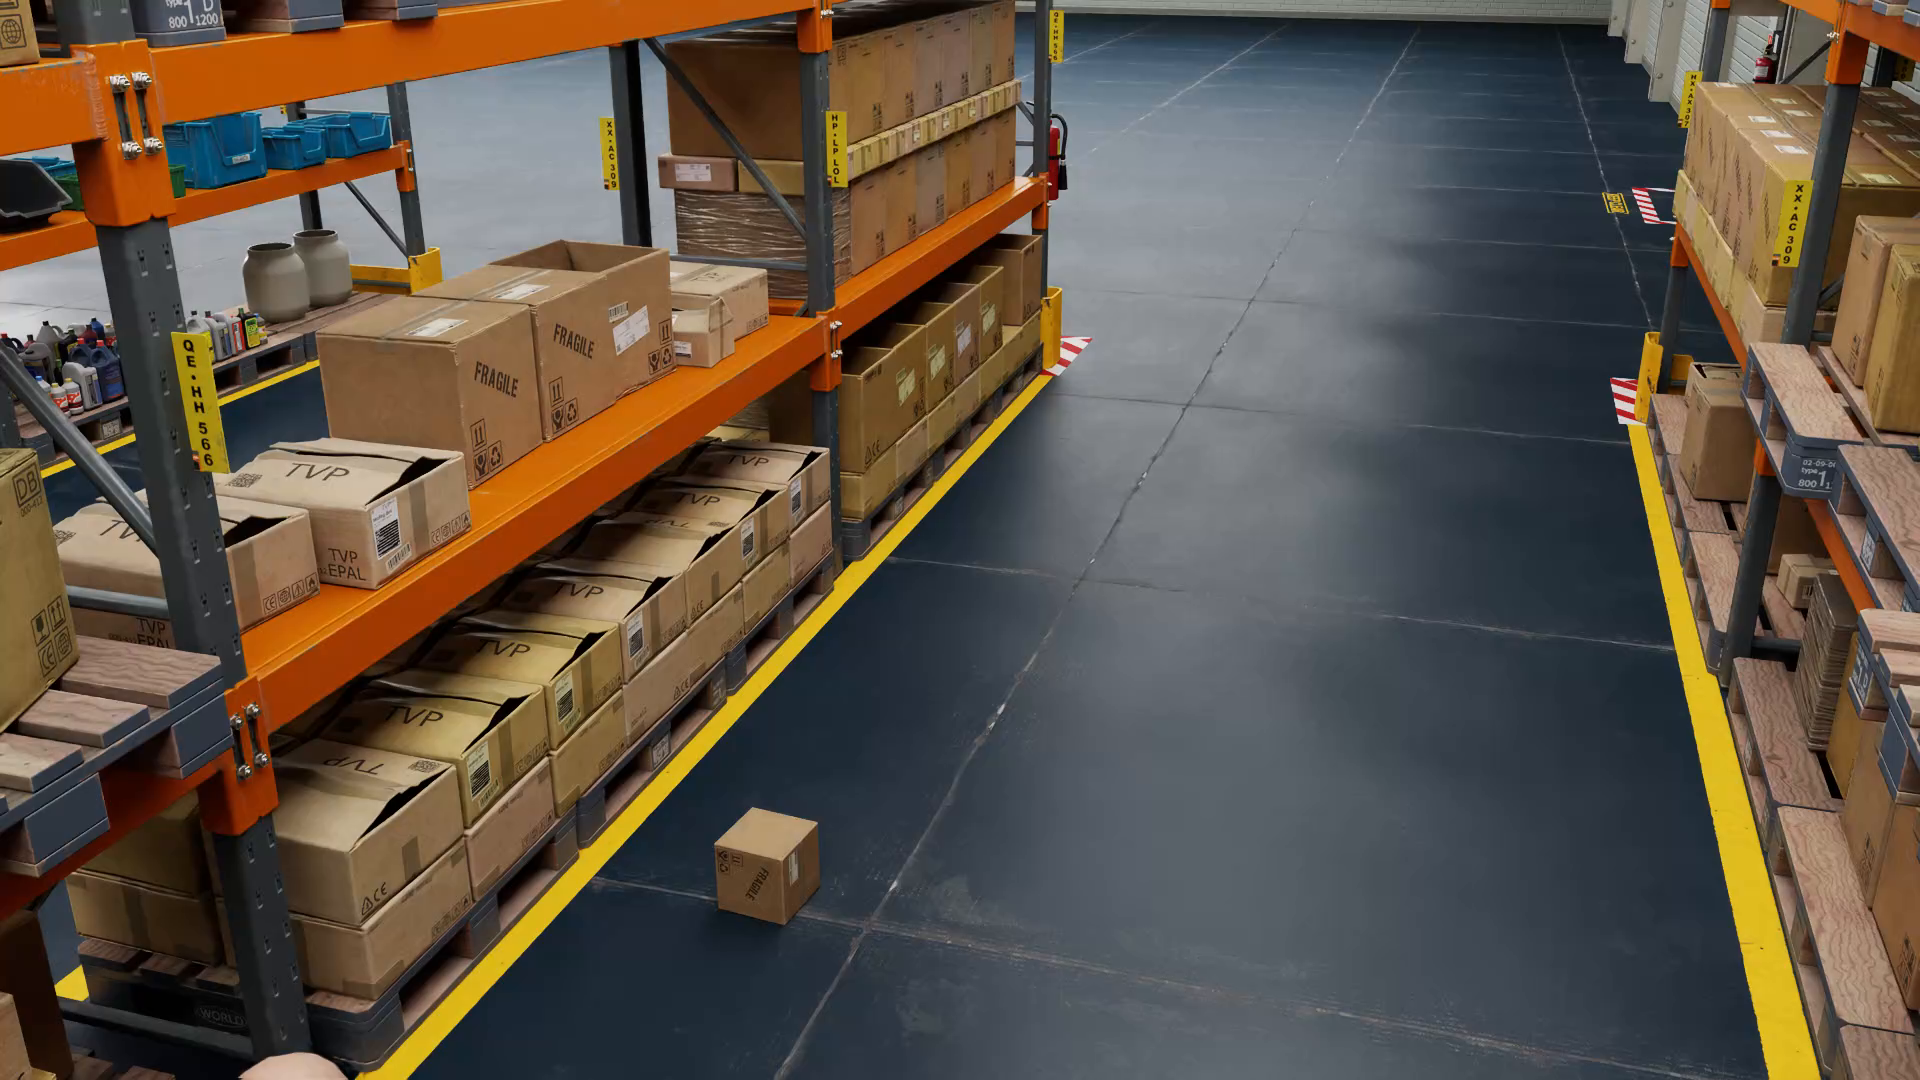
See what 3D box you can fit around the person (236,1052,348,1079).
[{"bbox_3d":[-0.845,1.501,2.323,0.616,1.739,1.032,4,22,10],"label":"person"}]
